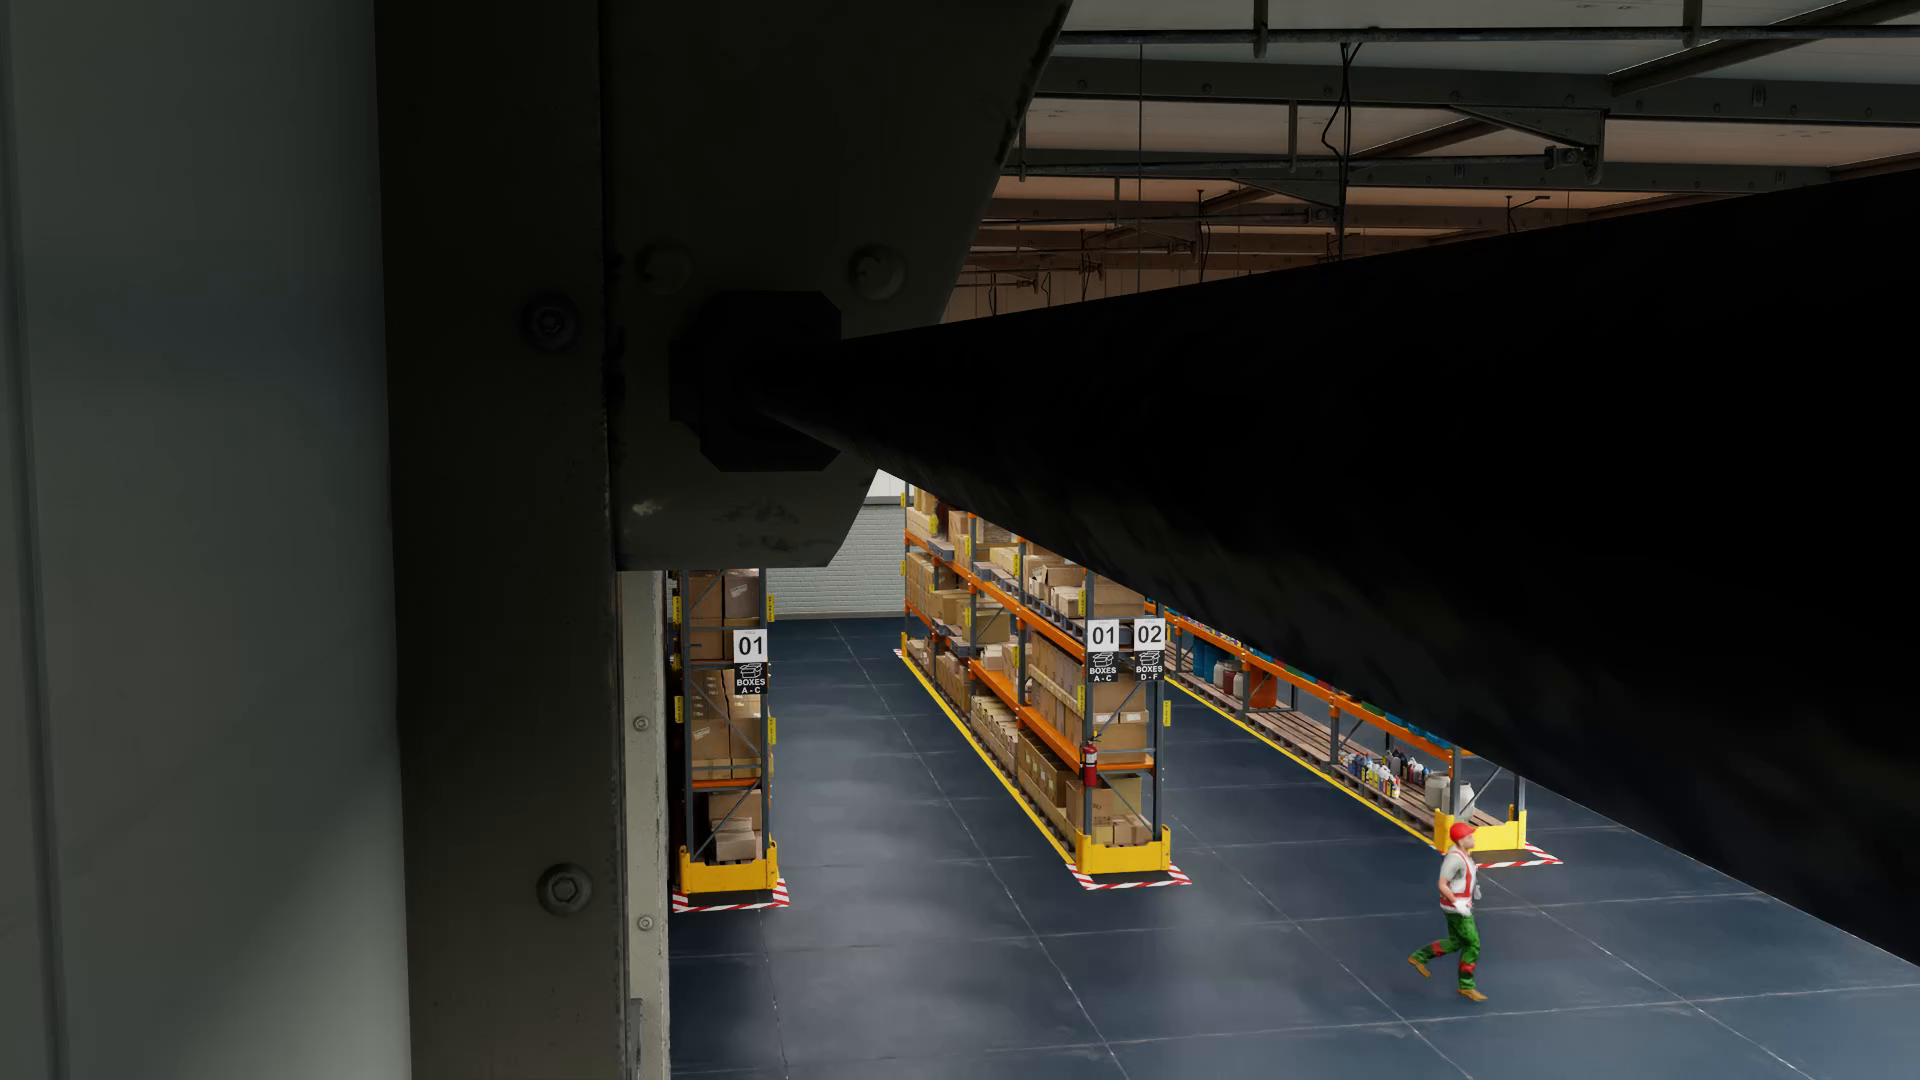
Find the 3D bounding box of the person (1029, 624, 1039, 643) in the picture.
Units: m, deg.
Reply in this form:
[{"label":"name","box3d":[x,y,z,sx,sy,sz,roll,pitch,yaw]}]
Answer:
[{"label":"person","box3d":[1.584,1.592,34.797,0.574,1.703,0.905,-2,6,-16]}]

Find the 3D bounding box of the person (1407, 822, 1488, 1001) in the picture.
[{"label":"person","box3d":[4.940,3.715,16.785,0.798,1.803,0.679,2,6,21]}]
